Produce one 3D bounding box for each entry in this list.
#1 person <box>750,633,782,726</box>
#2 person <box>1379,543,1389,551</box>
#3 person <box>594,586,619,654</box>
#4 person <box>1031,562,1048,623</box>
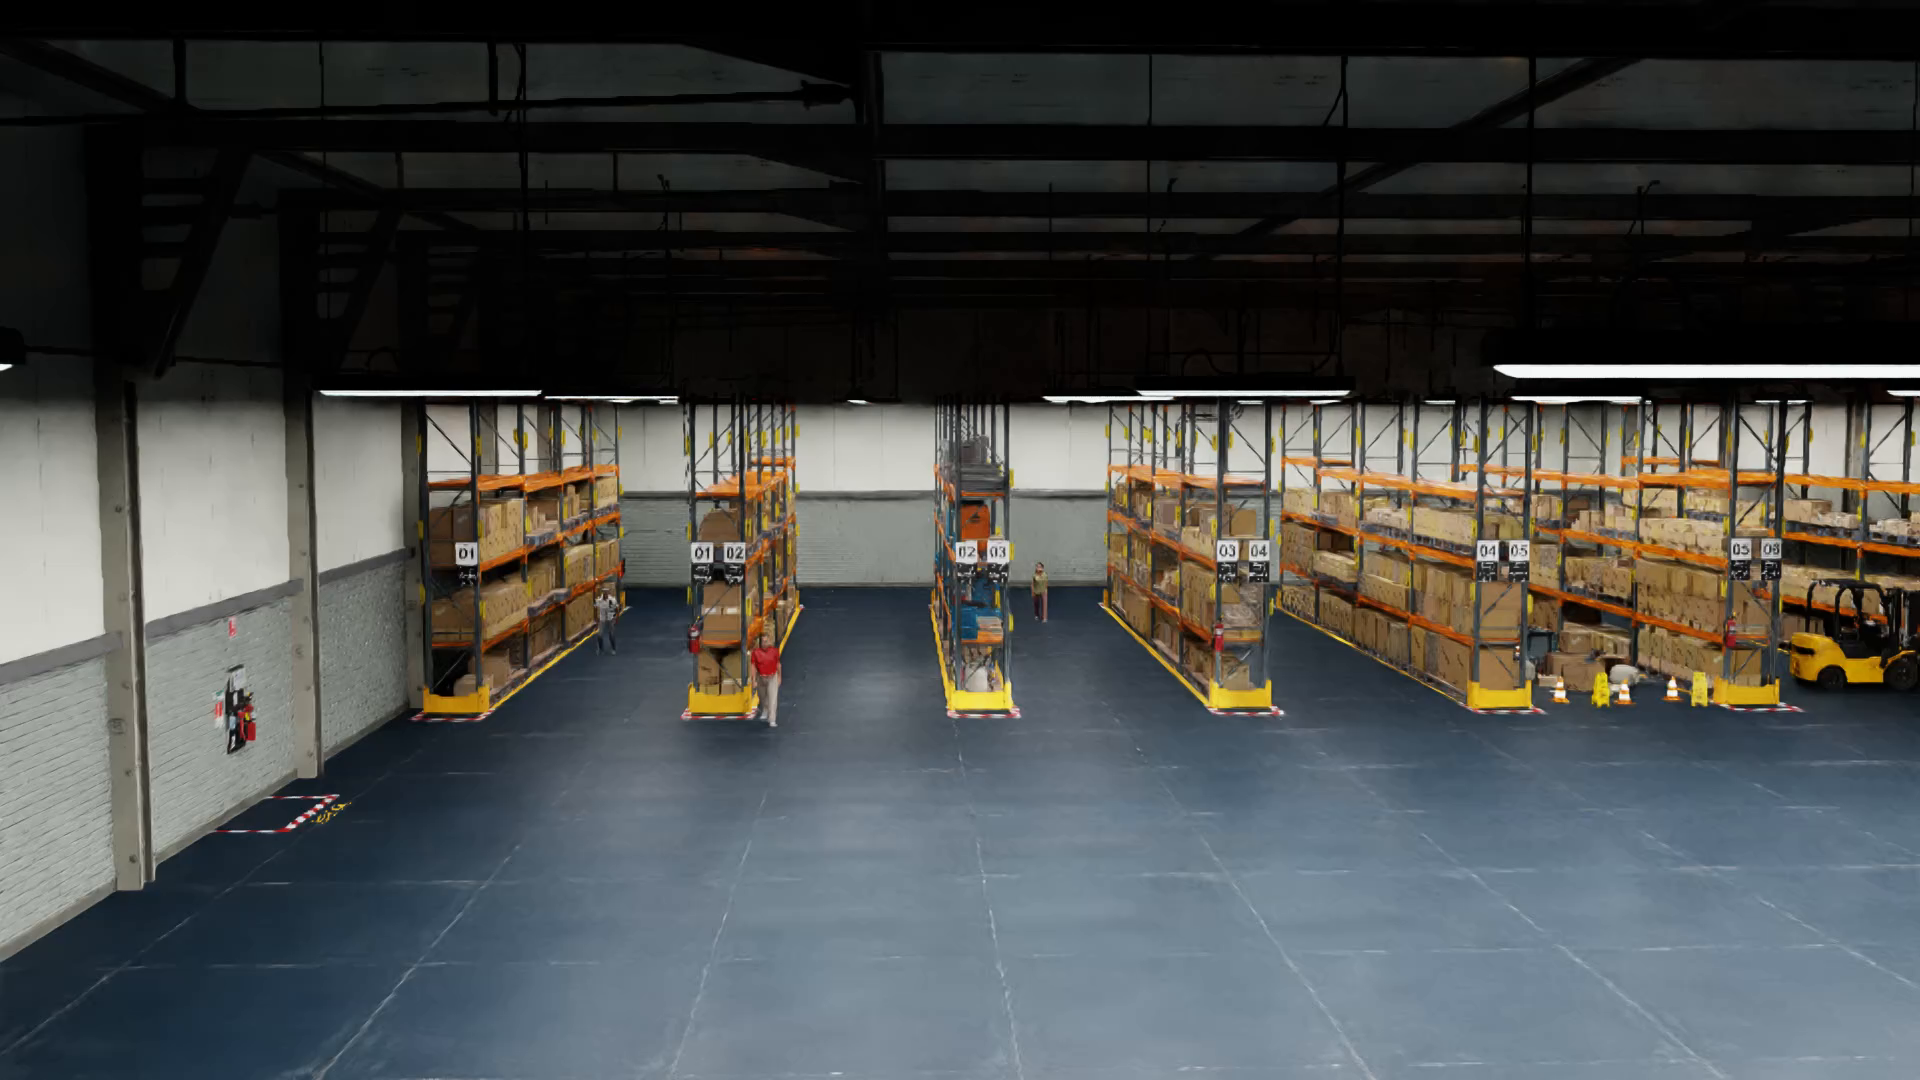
[{"bbox_3d":[-3.505,2.485,29.961,0.542,1.645,1.126,0,5,0],"label":"person"},{"bbox_3d":[12.867,0.914,50.230,0.428,1.556,0.603,-3,6,-37],"label":"person"},{"bbox_3d":[-8.165,1.840,38.433,0.592,1.629,0.532,0,5,-4],"label":"person"},{"bbox_3d":[2.105,1.369,44.187,0.448,1.588,1.095,0,5,0],"label":"person"}]
